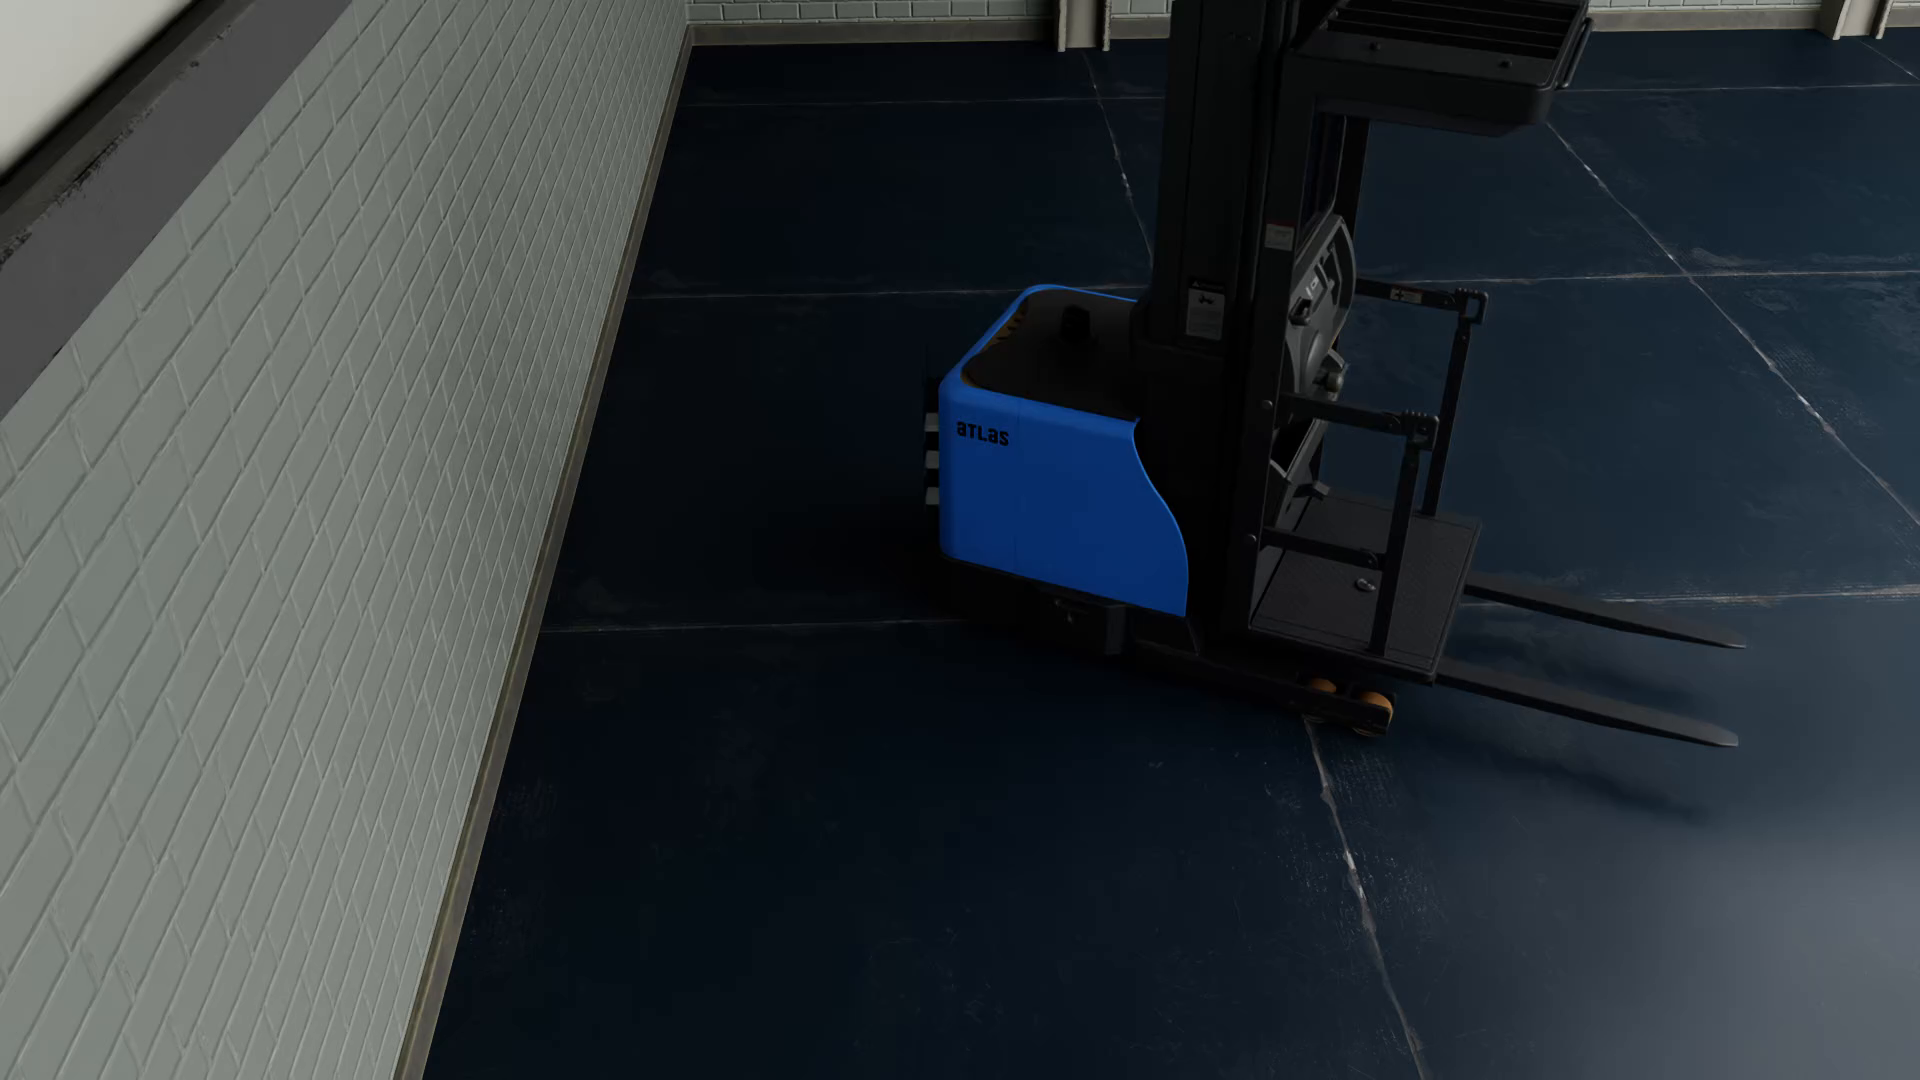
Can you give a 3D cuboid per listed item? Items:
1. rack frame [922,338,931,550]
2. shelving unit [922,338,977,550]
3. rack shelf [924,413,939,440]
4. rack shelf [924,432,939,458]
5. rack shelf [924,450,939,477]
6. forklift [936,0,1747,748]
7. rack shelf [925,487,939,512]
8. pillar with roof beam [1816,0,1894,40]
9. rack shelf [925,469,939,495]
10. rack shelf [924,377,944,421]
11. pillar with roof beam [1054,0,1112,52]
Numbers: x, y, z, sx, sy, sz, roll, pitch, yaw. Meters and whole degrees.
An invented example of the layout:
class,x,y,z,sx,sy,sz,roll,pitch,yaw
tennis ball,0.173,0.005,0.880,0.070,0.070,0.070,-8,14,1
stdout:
class,x,y,z,sx,sy,sz,roll,pitch,yaw
rack frame,-0.142,-0.394,7.028,0.006,0.900,0.240,2,35,3
shelving unit,-0.040,-0.390,7.023,0.210,0.900,0.258,2,35,3
rack shelf,-0.040,-0.511,6.940,0.200,0.077,0.258,2,35,3
rack shelf,-0.040,-0.437,6.991,0.200,0.077,0.258,2,35,3
rack shelf,-0.040,-0.363,7.042,0.200,0.077,0.258,2,35,3
forklift,1.467,-0.819,5.858,3.031,2.935,1.130,14,37,19
rack shelf,-0.040,-0.215,7.144,0.200,0.077,0.258,2,35,3
pillar with roof beam,7.125,-5.208,6.867,0.400,9.000,9.100,-2,35,-2
rack shelf,-0.040,-0.289,7.093,0.200,0.077,0.258,2,35,3
rack shelf,-0.040,-0.585,6.889,0.200,0.077,0.258,2,35,3
pillar with roof beam,1.131,-5.046,6.634,0.400,9.000,9.100,-2,35,-2
